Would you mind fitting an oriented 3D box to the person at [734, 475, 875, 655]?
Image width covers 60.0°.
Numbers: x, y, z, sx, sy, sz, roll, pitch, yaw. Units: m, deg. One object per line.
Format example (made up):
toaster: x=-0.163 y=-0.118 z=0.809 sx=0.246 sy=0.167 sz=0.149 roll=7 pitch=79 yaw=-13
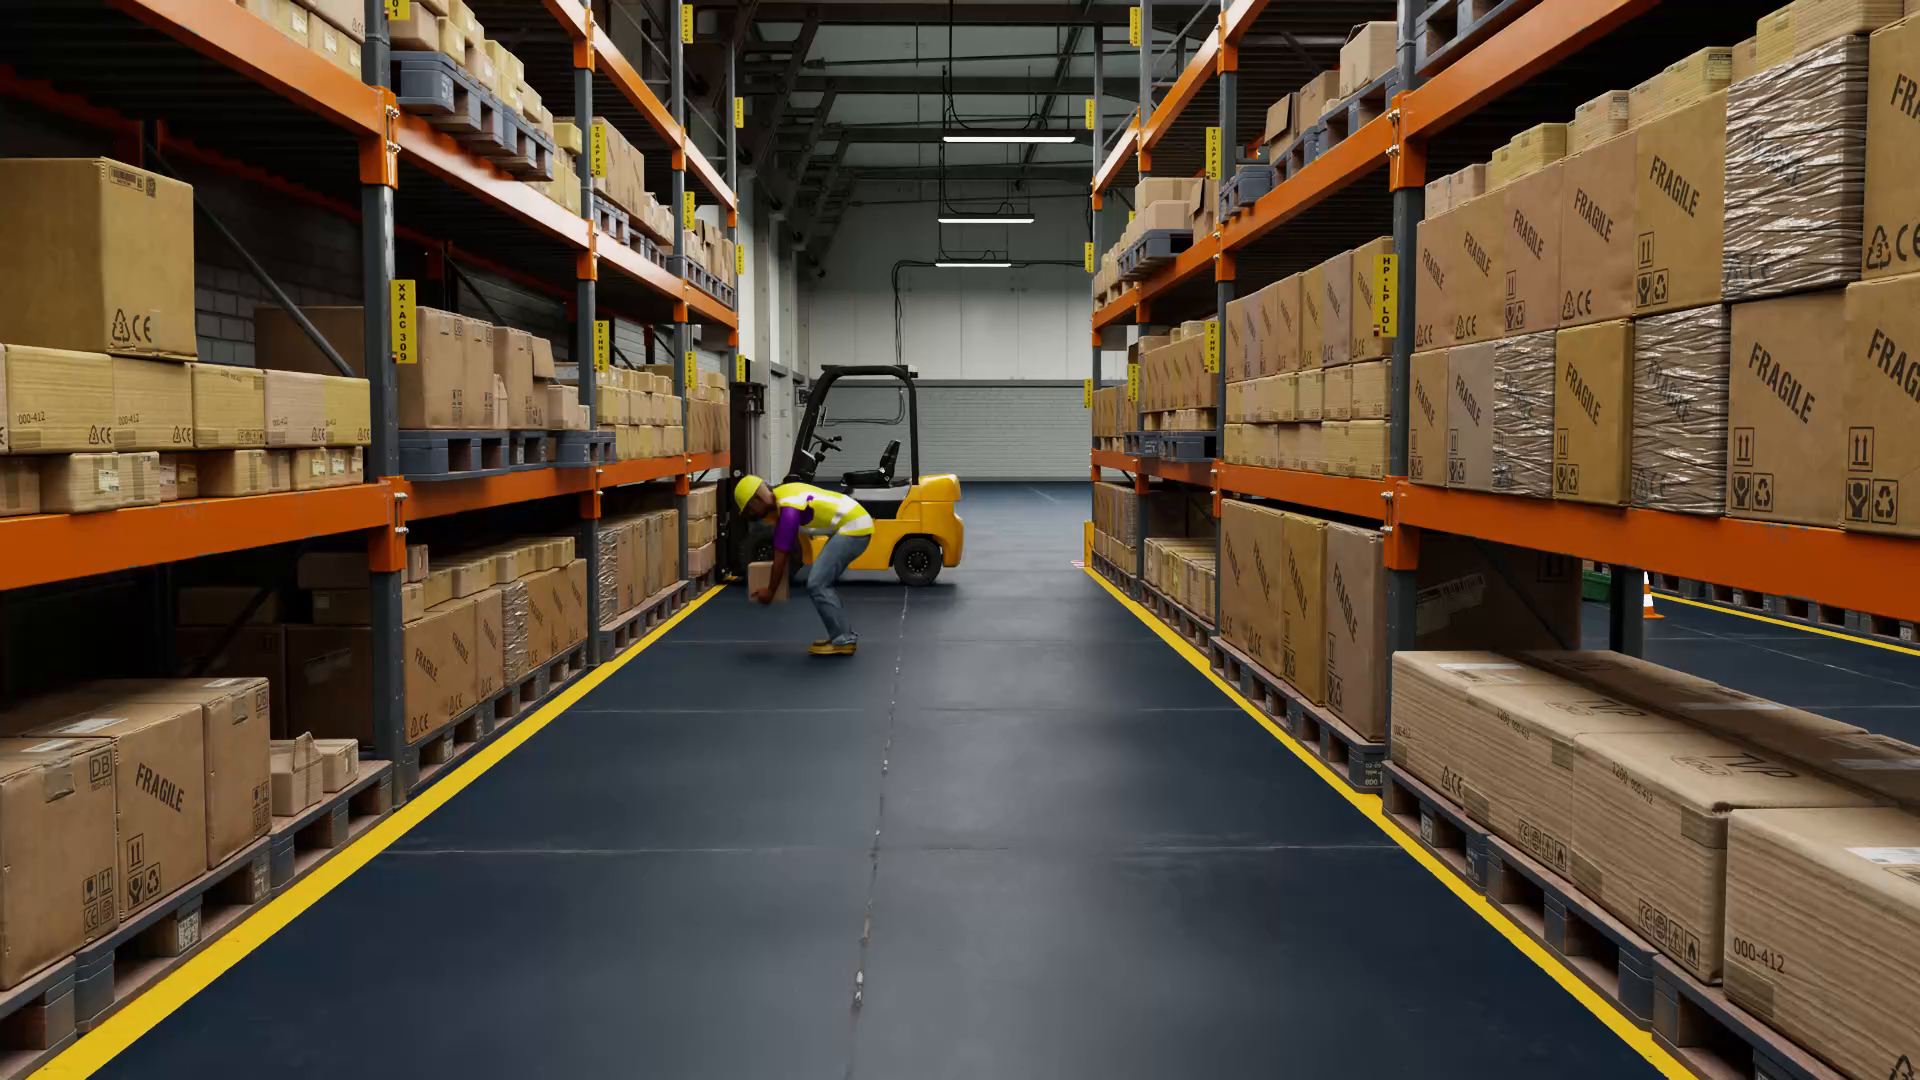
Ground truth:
person: x=-1.052 y=0.166 z=11.290 sx=0.950 sy=1.208 sz=0.499 roll=0 pitch=4 yaw=-4
